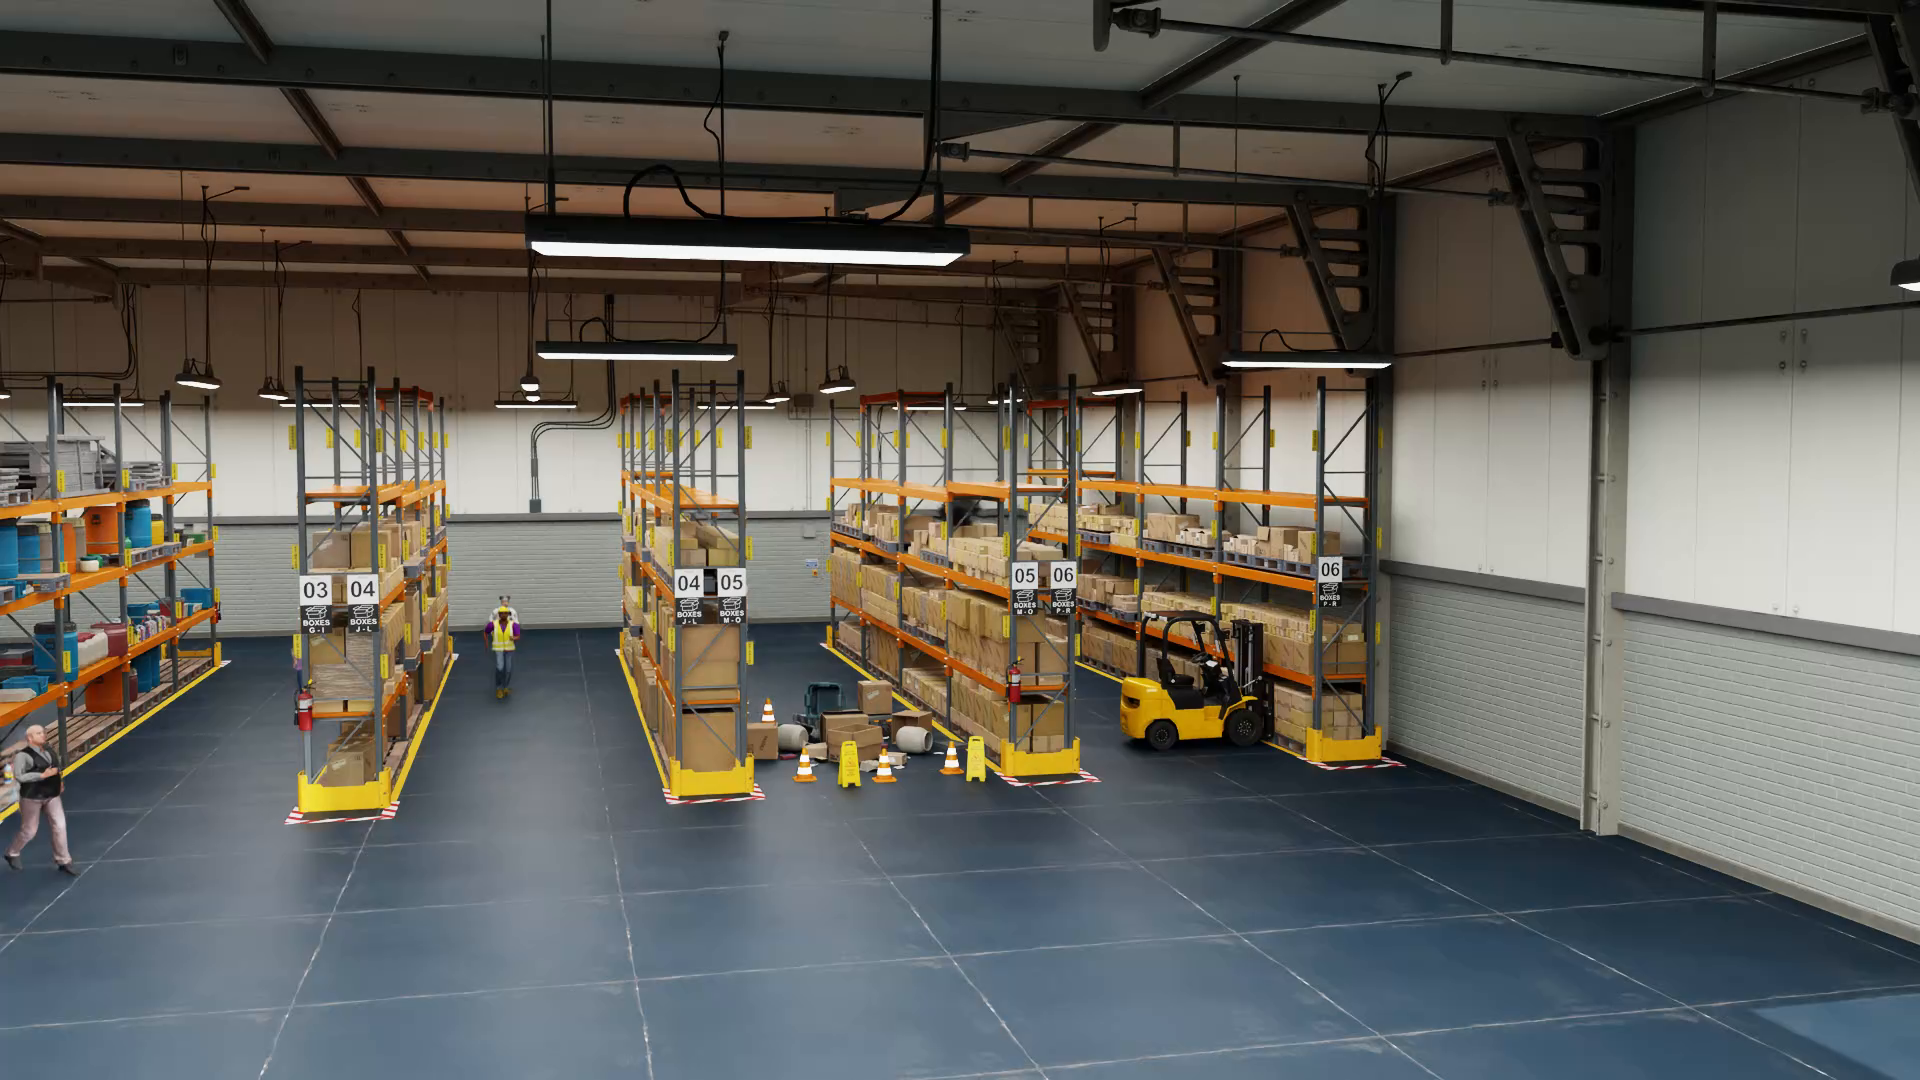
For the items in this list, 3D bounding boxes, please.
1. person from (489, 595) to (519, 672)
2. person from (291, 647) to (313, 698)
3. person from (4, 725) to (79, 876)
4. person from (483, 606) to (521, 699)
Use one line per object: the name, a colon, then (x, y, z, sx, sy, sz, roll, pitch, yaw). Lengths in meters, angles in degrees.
person: (-9.827, 2.021, 35.876, 0.582, 1.679, 0.735, -1, 4, -21)
person: (-11.859, 2.389, 30.190, 0.539, 1.613, 0.871, -1, 4, -21)
person: (-10.558, 2.976, 19.085, 0.956, 1.719, 0.649, 1, 4, 22)
person: (-8.897, 2.194, 32.404, 0.672, 1.802, 0.733, -2, 4, -25)
